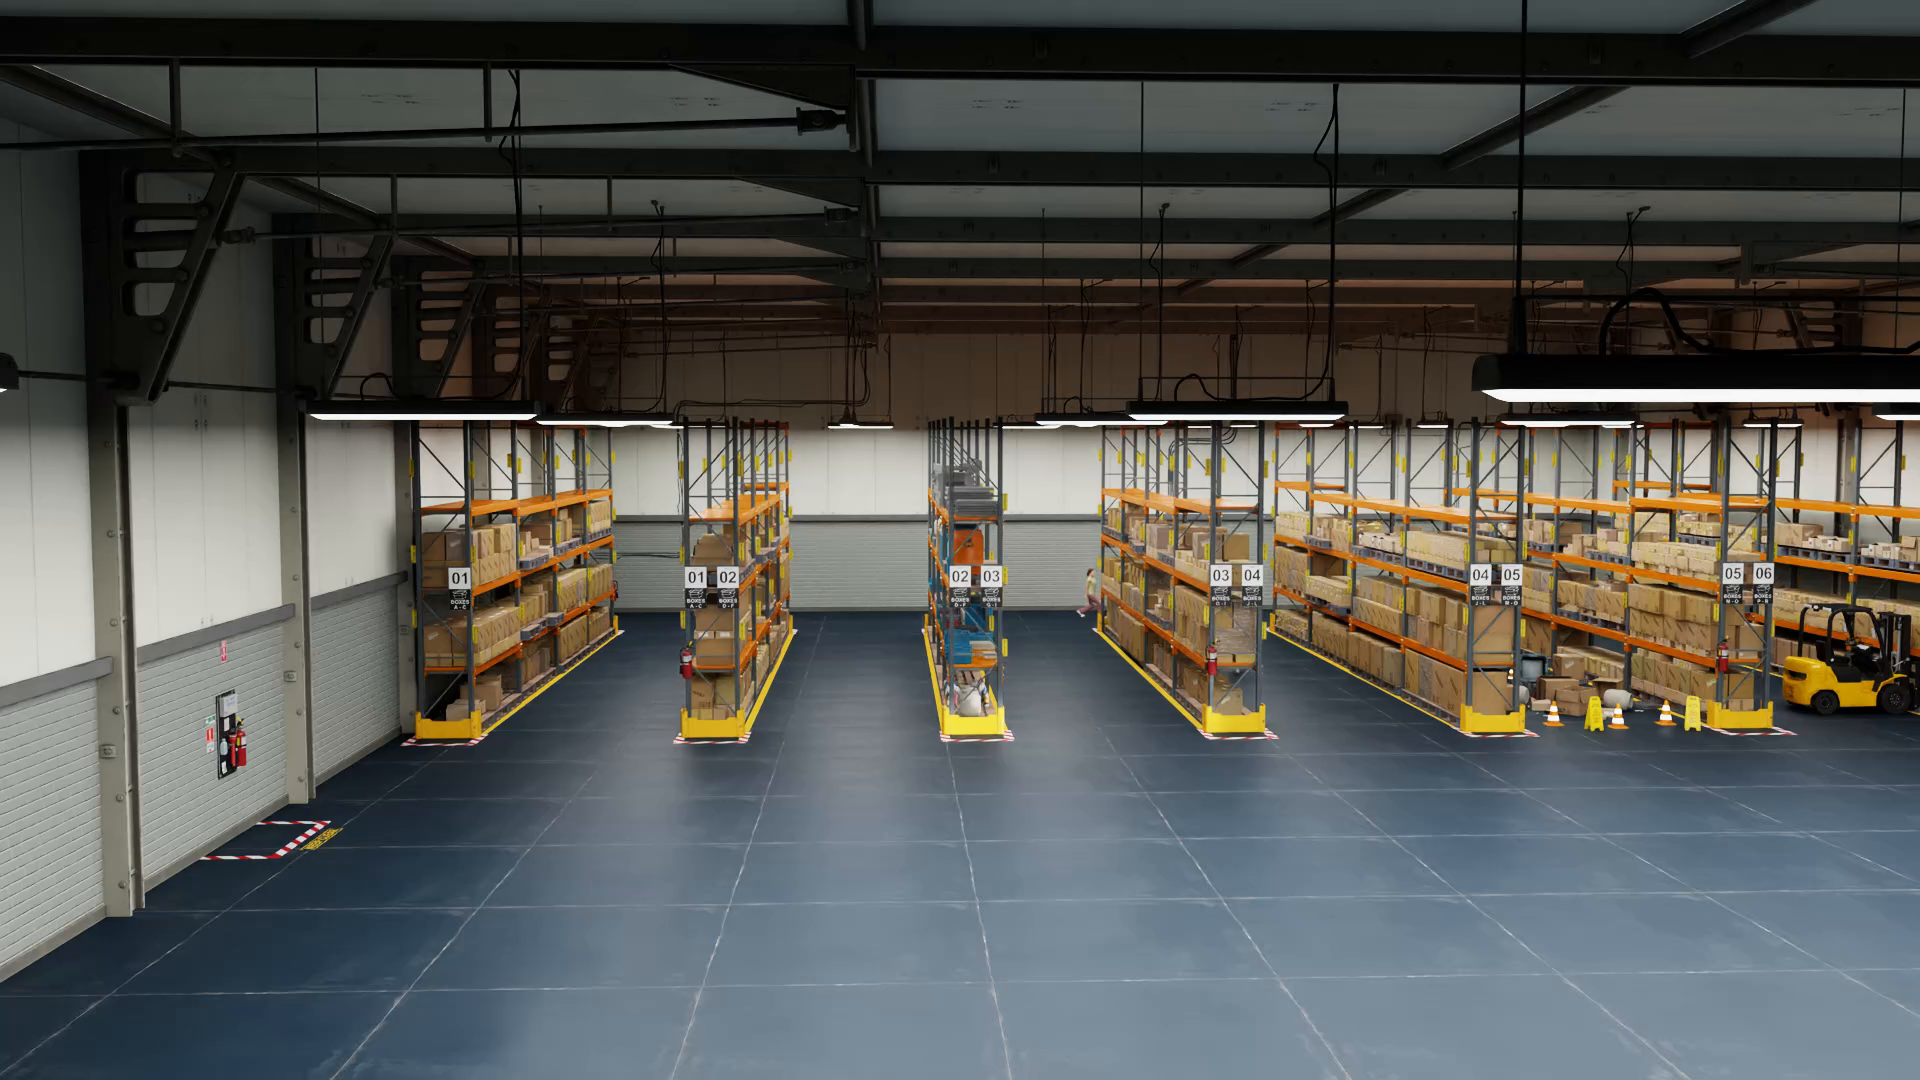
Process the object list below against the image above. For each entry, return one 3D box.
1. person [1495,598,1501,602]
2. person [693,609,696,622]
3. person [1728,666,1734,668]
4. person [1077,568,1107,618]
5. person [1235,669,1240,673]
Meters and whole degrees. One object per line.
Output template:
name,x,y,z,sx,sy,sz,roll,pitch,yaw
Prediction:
person,13.144,2.278,40.532,0.505,1.705,0.567,-1,4,-21
person,-7.069,2.012,45.202,0.484,1.489,0.783,0,4,7
person,16.657,2.542,36.195,0.657,1.654,0.766,0,4,0
person,4.016,1.629,50.727,0.986,1.558,0.443,2,4,23
person,6.602,2.322,39.625,0.548,1.648,0.625,1,4,11
